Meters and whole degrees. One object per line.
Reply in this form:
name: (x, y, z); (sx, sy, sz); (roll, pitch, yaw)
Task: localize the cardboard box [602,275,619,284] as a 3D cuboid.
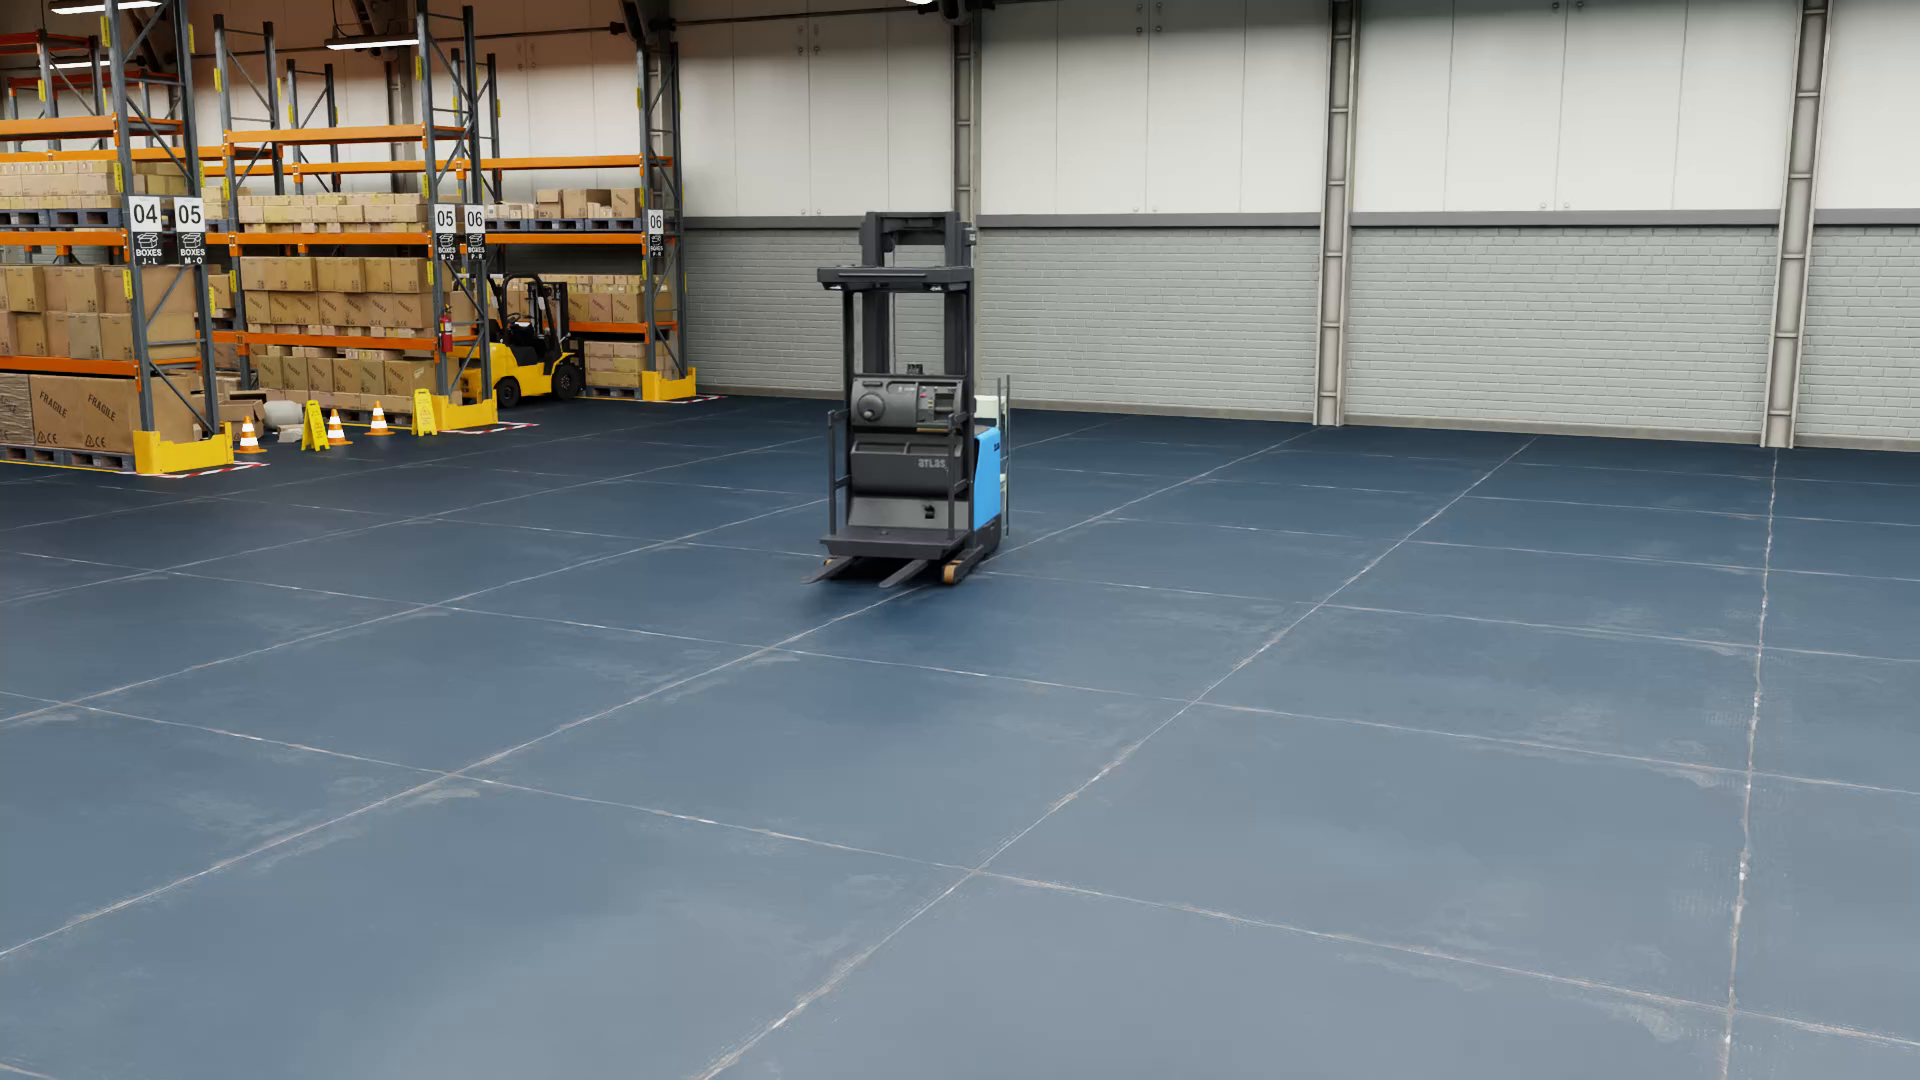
cardboard box: (-5.952, -4.481, 28.629); (0.250, 0.149, 0.380); (5, 12, 27)

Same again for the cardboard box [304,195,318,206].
cardboard box: (-9.506, -5.037, 24.683); (0.250, 0.149, 0.380); (5, 11, 25)

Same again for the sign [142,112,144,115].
sign: (-16.074, -8.252, 32.712); (0.005, 0.325, 0.100); (5, 11, 26)

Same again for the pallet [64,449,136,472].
pallet: (-10.100, -1.028, 20.316); (1.213, 0.211, 1.003); (5, 11, 26)

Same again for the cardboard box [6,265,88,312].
cardboard box: (-11.173, -3.105, 20.513); (0.500, 0.550, 0.875); (5, 11, 26)

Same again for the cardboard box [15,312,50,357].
cardboard box: (-11.145, -2.584, 20.666); (0.500, 0.550, 0.875); (5, 11, 26)

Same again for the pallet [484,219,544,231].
pallet: (-7.867, -5.625, 29.716); (1.213, 0.211, 1.003); (5, 11, 26)

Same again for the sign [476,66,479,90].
sign: (-7.009, -6.685, 24.055); (0.005, 0.325, 0.100); (5, 11, 26)

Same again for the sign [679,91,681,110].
sign: (-4.805, -7.519, 28.438); (0.005, 0.325, 0.100); (5, 11, 26)

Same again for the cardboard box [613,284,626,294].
cardboard box: (-5.733, -4.307, 28.505); (0.250, 0.149, 0.380); (5, 12, 27)

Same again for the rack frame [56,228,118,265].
rack frame: (-14.423, -3.778, 27.684); (0.127, 3.000, 1.000); (5, 11, 26)

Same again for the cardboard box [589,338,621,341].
cardboard box: (-6.297, -3.435, 29.519); (0.500, 0.250, 0.500); (5, 11, 25)

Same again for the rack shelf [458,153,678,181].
rack shelf: (-6.850, -6.500, 29.019); (4.000, 0.370, 1.077); (5, 11, 26)

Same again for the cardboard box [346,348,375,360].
cardboard box: (-8.901, -2.771, 24.731); (0.250, 0.149, 0.380); (6, 12, 28)

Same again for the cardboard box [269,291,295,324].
cardboard box: (-10.104, -3.544, 25.271); (0.500, 0.500, 0.500); (5, 11, 26)

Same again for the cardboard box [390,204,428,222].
cardboard box: (-7.827, -4.694, 23.905); (0.500, 0.250, 0.500); (5, 11, 25)

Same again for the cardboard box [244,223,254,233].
cardboard box: (-10.663, -4.751, 25.342); (0.250, 0.149, 0.380); (5, 11, 25)

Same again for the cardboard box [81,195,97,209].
cardboard box: (-10.022, -3.950, 19.454); (0.250, 0.149, 0.380); (5, 11, 26)

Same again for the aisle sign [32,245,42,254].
aisle sign: (-19.596, -6.439, 35.088); (0.004, 0.787, 0.394); (5, 11, 26)

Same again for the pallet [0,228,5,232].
pallet: (-16.028, -5.291, 28.151); (1.213, 0.211, 1.003); (6, 12, 28)

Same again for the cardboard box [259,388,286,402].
cardboard box: (-10.426, -2.227, 25.655); (0.500, 0.250, 0.500); (4, 11, 23)

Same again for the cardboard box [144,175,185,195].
cardboard box: (-9.668, -4.233, 19.899); (0.500, 0.250, 0.500); (5, 11, 26)

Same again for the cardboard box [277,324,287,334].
cardboard box: (-10.194, -3.236, 25.392); (0.250, 0.149, 0.380); (5, 11, 26)

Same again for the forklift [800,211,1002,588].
forklift: (-0.484, -1.157, 13.393); (1.130, 2.935, 3.031); (3, 11, 14)

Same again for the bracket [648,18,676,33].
bracket: (-5.067, -8.774, 28.332); (0.430, 0.232, 0.235); (5, 11, 26)

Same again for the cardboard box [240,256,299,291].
cardboard box: (-10.537, -4.081, 25.435); (0.500, 0.500, 0.700); (5, 11, 25)

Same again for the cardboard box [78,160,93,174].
cardboard box: (-10.024, -4.342, 19.384); (0.250, 0.149, 0.380); (5, 11, 26)

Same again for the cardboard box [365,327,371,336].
cardboard box: (-8.587, -3.104, 24.661); (0.250, 0.149, 0.380); (5, 11, 27)

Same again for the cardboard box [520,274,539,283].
cardboard box: (-7.551, -4.621, 29.401); (0.250, 0.149, 0.380); (5, 11, 25)

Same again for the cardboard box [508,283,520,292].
cardboard box: (-7.806, -4.490, 29.513); (0.250, 0.149, 0.380); (5, 12, 27)

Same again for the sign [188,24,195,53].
sign: (-9.097, -5.927, 19.644); (0.005, 0.325, 0.100); (5, 11, 26)

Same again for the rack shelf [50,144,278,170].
rack shelf: (-12.630, -6.022, 26.379); (4.000, 0.370, 1.077); (5, 11, 26)

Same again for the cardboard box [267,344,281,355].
cardboard box: (-13.149, -3.588, 32.473); (0.500, 0.500, 0.500); (5, 11, 25)

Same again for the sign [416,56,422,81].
sign: (-7.513, -6.550, 23.088); (0.005, 0.325, 0.100); (5, 11, 26)

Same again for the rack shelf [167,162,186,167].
rack shelf: (-17.611, -7.641, 34.208); (4.000, 0.370, 1.077); (5, 11, 26)

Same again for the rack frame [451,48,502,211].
rack frame: (-8.643, -7.208, 29.790); (0.127, 3.000, 1.000); (5, 11, 26)

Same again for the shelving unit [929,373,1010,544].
shelving unit: (0.041, -0.753, 15.177); (0.755, 1.500, 0.431); (3, 11, 14)

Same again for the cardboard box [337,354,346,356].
cardboard box: (-9.272, -2.602, 25.621); (0.500, 0.500, 0.500); (6, 12, 29)

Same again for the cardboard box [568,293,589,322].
cardboard box: (-6.534, -4.070, 29.013); (0.500, 0.500, 0.500); (5, 11, 25)

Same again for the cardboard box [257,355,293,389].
cardboard box: (-10.426, -2.596, 25.588); (0.500, 0.500, 0.500); (6, 12, 29)

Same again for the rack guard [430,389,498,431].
rack guard: (-7.317, -1.924, 24.456); (0.348, 0.500, 1.175); (5, 11, 26)

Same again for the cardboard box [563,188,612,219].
cardboard box: (-6.435, -5.815, 28.772); (0.500, 0.500, 0.700); (5, 11, 26)

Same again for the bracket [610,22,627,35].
bracket: (-5.811, -8.839, 28.694); (0.430, 0.232, 0.235); (5, 11, 26)

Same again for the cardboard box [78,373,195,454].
cardboard box: (-9.986, -1.553, 20.177); (0.875, 0.875, 0.875); (5, 11, 26)

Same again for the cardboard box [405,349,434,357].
cardboard box: (-9.809, -3.396, 31.060); (0.625, 0.625, 0.875); (5, 11, 25)

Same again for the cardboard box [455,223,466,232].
cardboard box: (-7.403, -4.578, 24.387); (0.250, 0.149, 0.380); (5, 11, 26)

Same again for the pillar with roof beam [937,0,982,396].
pillar with roof beam: (-1.806, -5.931, 22.735); (0.548, 9.000, 9.100); (5, 11, 26)

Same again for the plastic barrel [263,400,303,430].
plastic barrel: (-9.771, -1.801, 23.994); (0.512, 0.421, 0.421); (-4, 11, -23)

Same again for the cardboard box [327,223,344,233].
cardboard box: (-9.090, -4.598, 24.494); (0.250, 0.149, 0.380); (5, 11, 25)

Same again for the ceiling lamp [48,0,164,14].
ceiling lamp: (-11.682, -8.928, 22.902); (2.000, 3.185, 0.800); (5, 11, 26)

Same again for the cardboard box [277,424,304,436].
cardboard box: (-9.318, -1.526, 23.242); (0.380, 0.149, 0.250); (-7, 12, -33)

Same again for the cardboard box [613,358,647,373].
cardboard box: (-5.631, -3.029, 28.682); (0.500, 0.250, 0.500); (5, 11, 25)

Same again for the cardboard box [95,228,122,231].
cardboard box: (-13.578, -5.227, 26.986); (0.500, 0.500, 0.700); (5, 11, 26)

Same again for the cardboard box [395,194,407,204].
cardboard box: (-7.897, -4.899, 23.918); (0.250, 0.149, 0.380); (5, 12, 27)

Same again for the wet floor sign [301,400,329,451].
wet floor sign: (-8.447, -1.505, 21.733); (0.232, 0.644, 0.267); (3, 11, 16)
